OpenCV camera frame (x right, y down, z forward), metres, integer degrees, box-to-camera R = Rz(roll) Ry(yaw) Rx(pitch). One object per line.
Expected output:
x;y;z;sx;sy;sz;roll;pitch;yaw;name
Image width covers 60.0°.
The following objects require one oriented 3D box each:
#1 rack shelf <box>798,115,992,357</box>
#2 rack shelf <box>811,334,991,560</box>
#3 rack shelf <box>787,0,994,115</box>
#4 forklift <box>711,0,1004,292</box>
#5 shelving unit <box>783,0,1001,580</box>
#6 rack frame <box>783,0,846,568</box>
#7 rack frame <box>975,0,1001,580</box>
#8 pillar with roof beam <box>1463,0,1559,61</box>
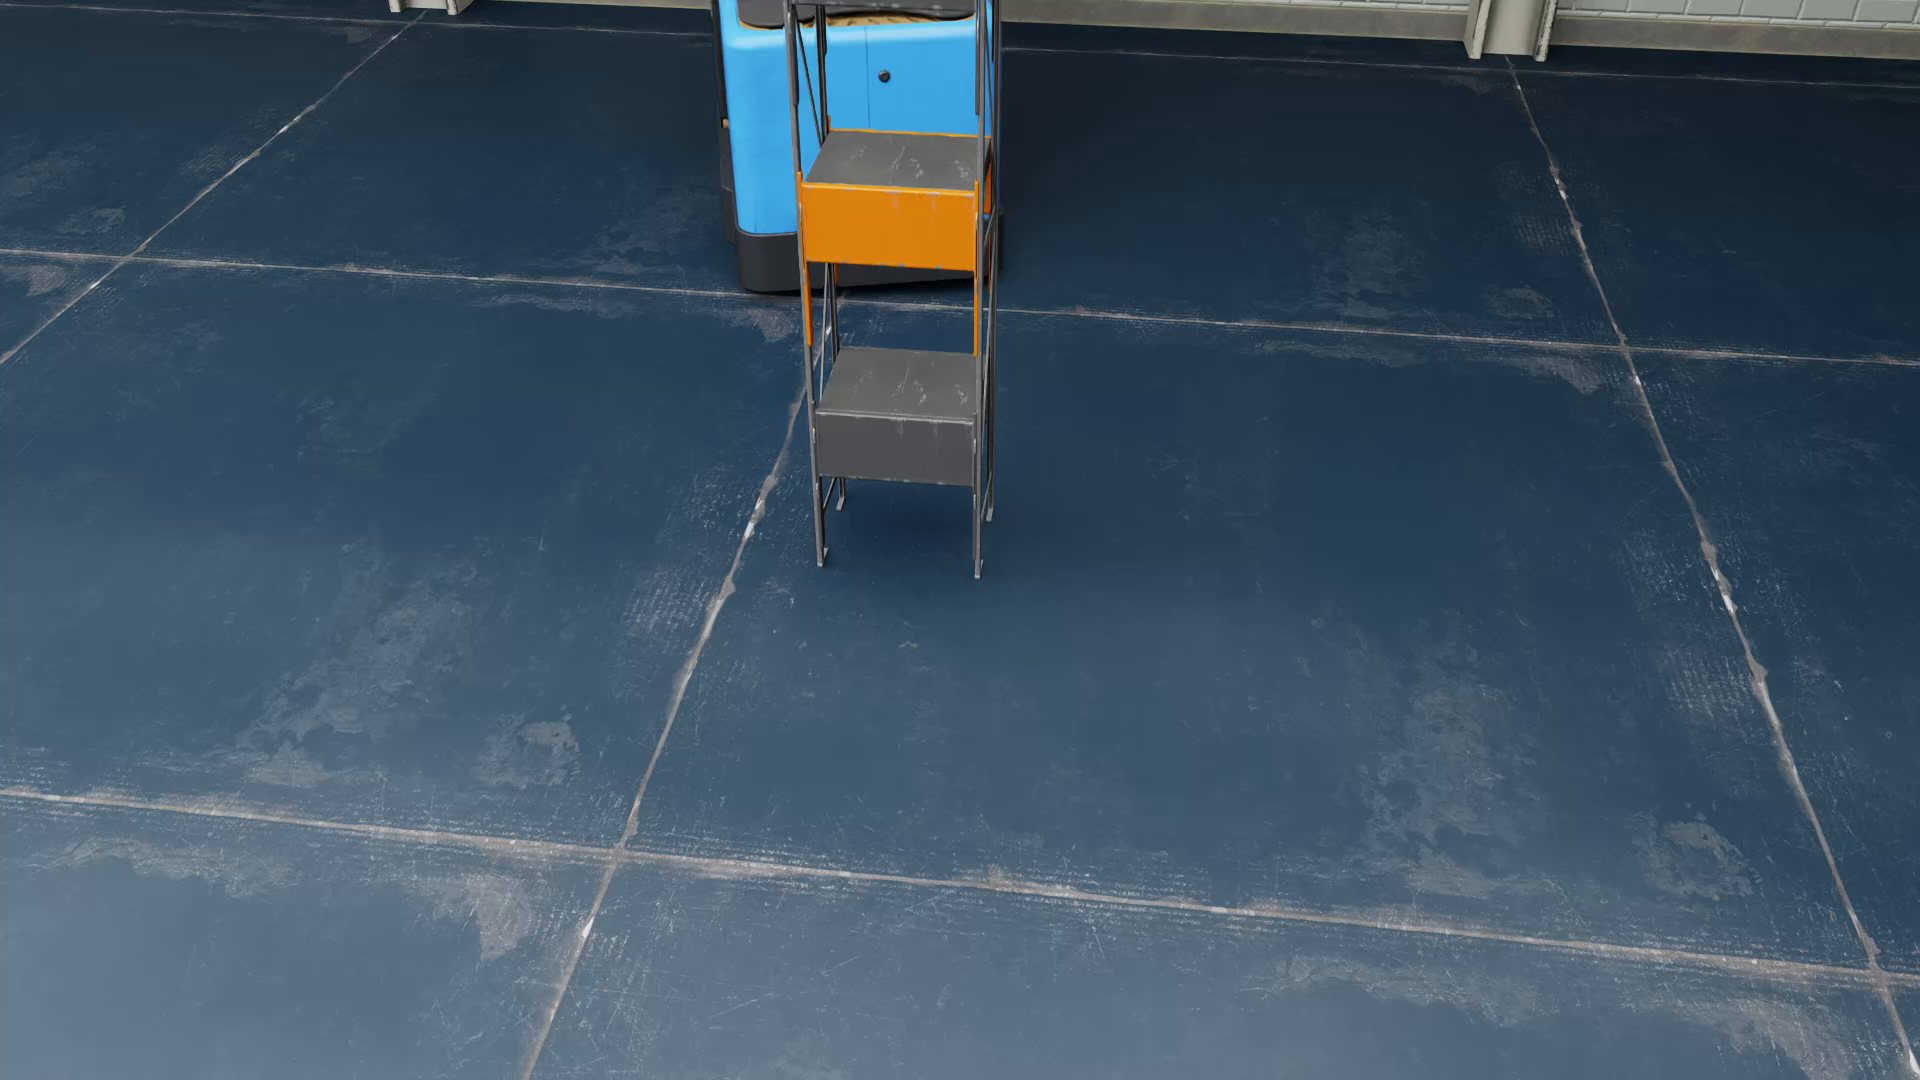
-0.164;-0.856;4.665;0.480;0.518;0.431;4;36;6;rack shelf
-0.164;-0.286;5.072;0.480;0.518;0.431;4;36;6;rack shelf
-0.164;-1.426;4.259;0.480;0.518;0.431;4;36;6;rack shelf
-0.558;-3.007;6.940;1.130;2.935;3.031;-5;36;-7;forklift
-0.164;-0.867;4.657;0.503;2.100;0.431;4;36;6;shelving unit
-0.406;-0.885;4.683;0.015;2.100;0.400;4;36;6;rack frame
0.078;-0.849;4.632;0.015;2.100;0.400;4;36;6;rack frame
2.377;-3.819;2.854;0.400;9.000;9.100;4;36;6;pillar with roof beam
